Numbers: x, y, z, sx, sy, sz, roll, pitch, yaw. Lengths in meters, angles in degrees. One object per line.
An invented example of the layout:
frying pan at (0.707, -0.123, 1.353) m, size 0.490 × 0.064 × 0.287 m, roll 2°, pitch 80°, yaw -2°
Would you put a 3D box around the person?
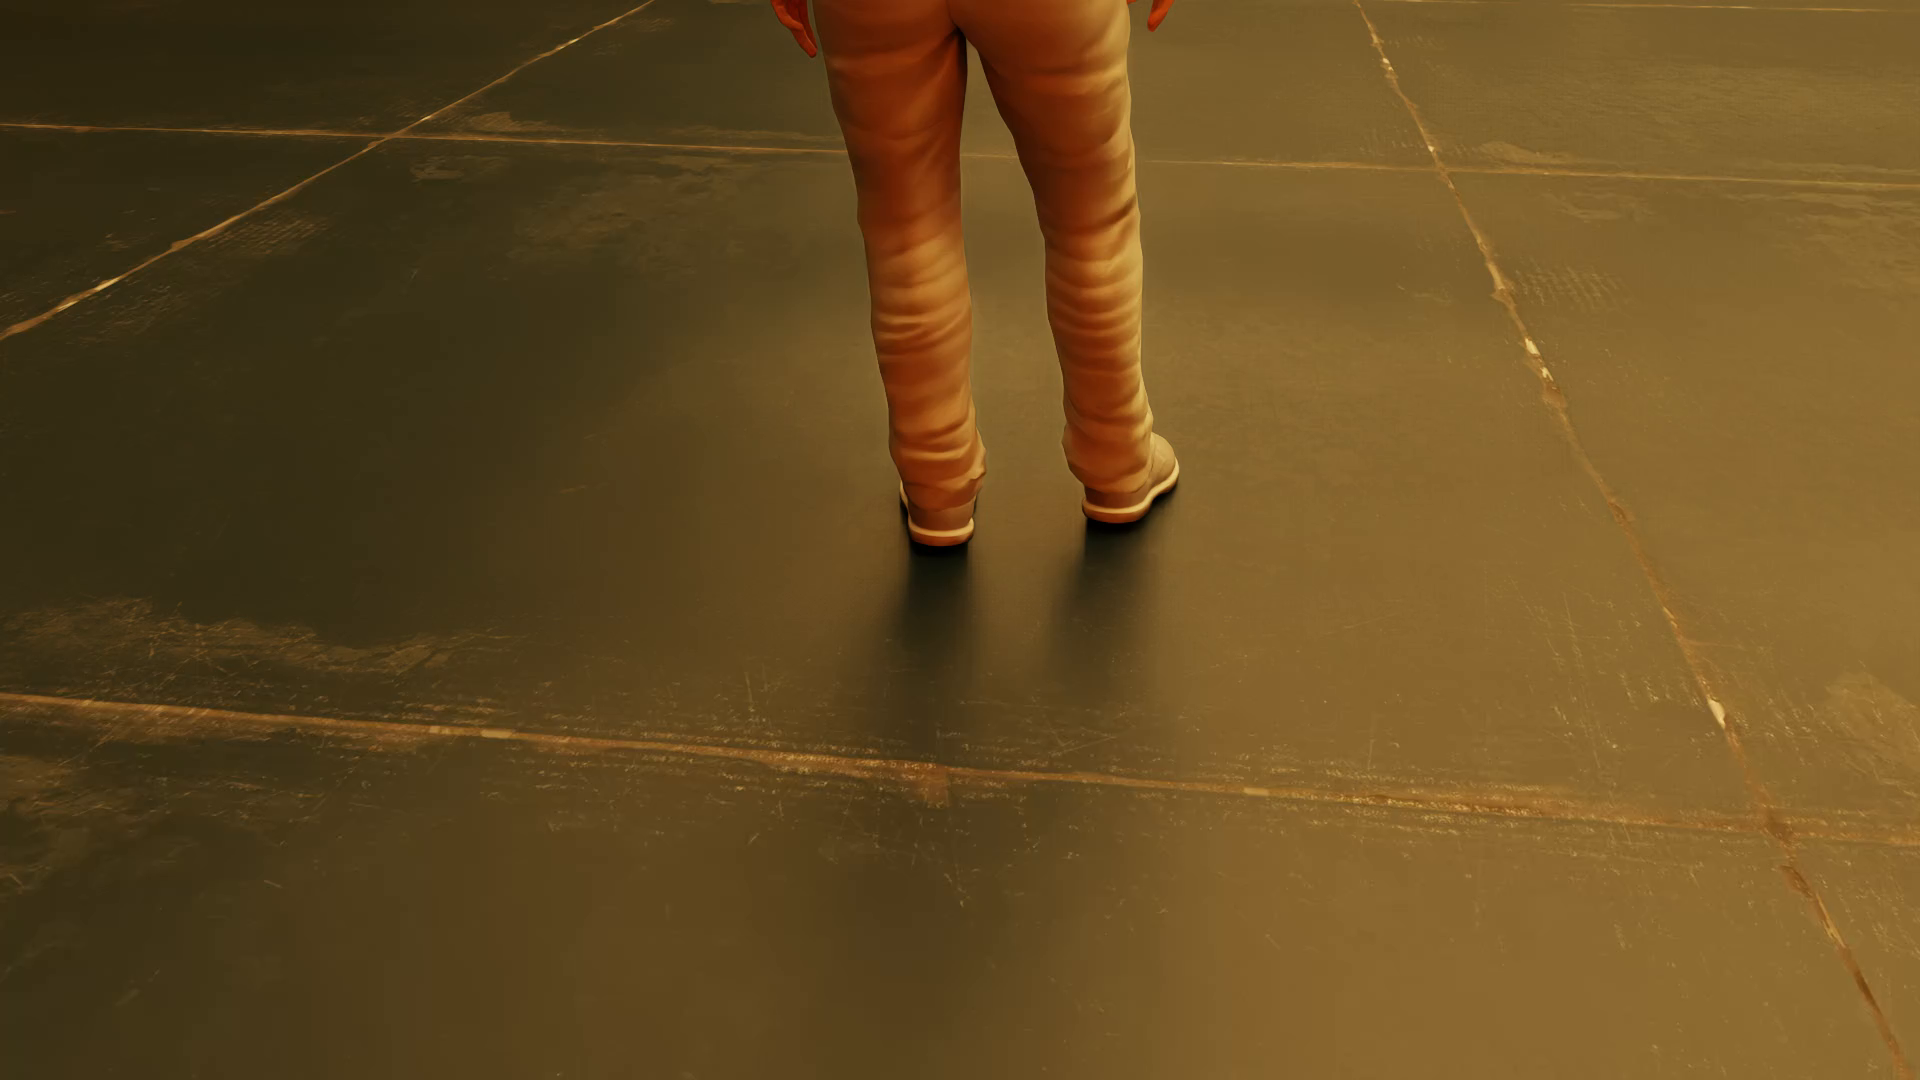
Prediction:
person at (0.033, -0.784, 2.190) m, size 0.598 × 1.670 × 0.529 m, roll 3°, pitch 27°, yaw 7°
